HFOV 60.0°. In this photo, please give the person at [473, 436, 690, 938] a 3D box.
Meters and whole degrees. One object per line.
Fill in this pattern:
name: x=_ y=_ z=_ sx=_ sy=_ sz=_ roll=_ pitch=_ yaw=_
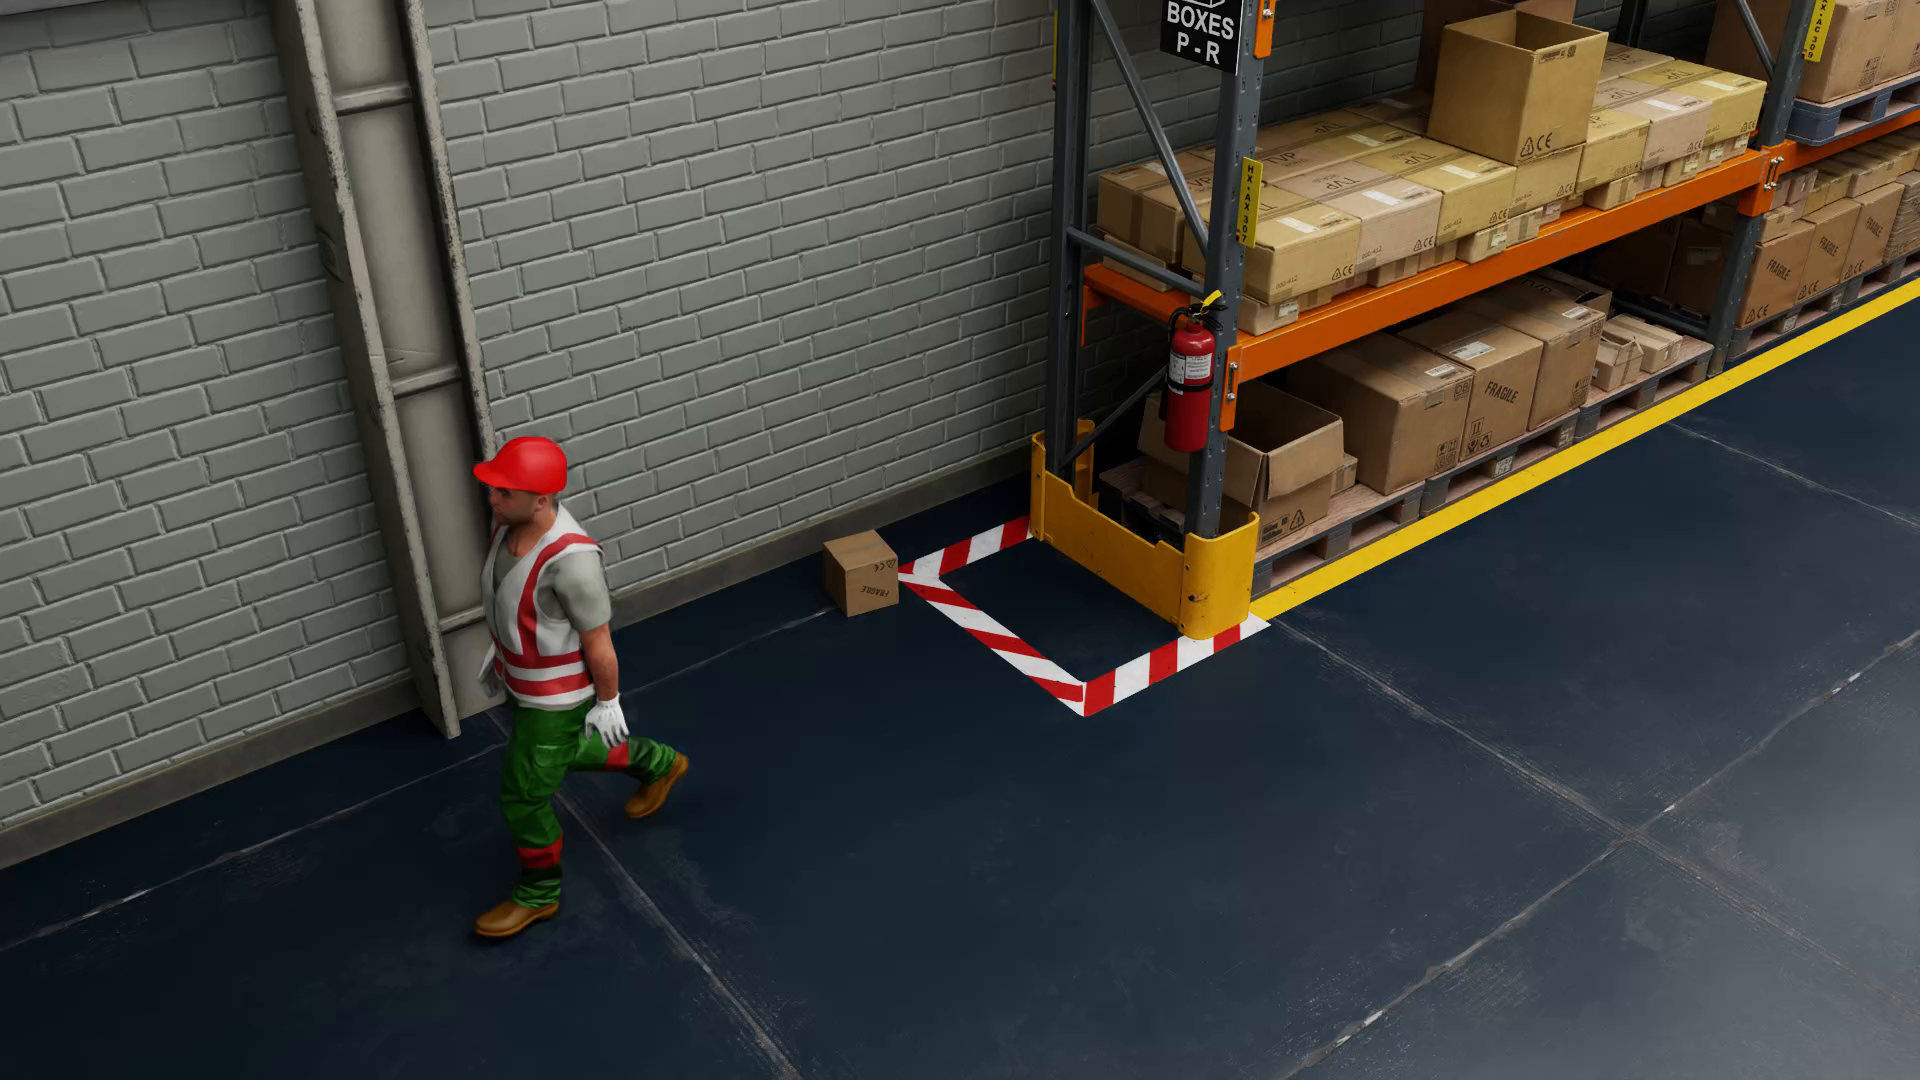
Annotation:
person: x=-1.306 y=0.431 z=5.418 sx=0.913 sy=1.760 sz=0.546 roll=-21 pitch=37 yaw=-30
